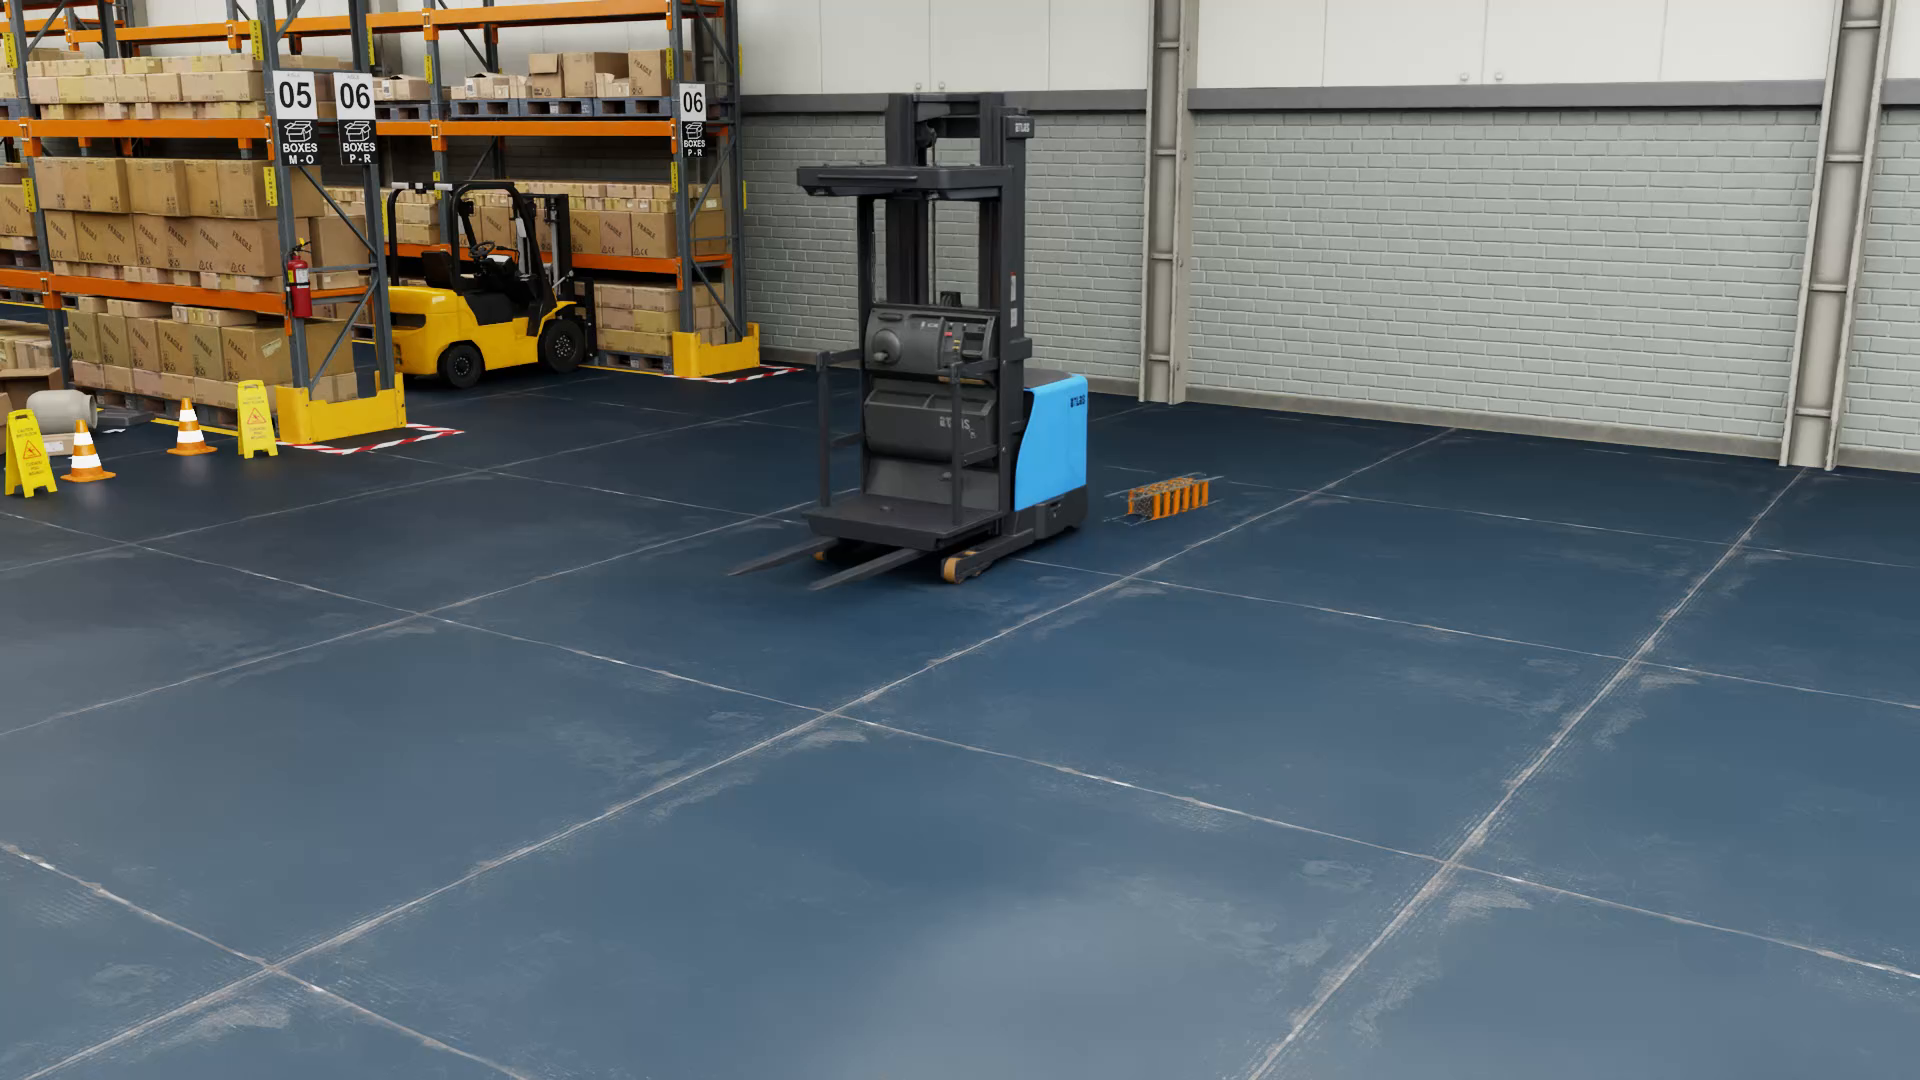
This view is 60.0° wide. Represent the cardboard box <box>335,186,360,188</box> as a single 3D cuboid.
[{"bbox_3d":[-8.375,-4.771,22.797,0.250,0.149,0.380,9,16,32],"label":"cardboard box"}]

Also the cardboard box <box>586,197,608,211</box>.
[{"bbox_3d":[-4.123,-3.908,19.311,0.250,0.149,0.380,9,16,31],"label":"cardboard box"}]

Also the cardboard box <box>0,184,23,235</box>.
[{"bbox_3d":[-9.832,-3.442,17.286,0.500,0.500,0.500,9,17,33],"label":"cardboard box"}]

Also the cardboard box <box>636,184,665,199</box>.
[{"bbox_3d":[-3.459,-3.958,18.892,0.250,0.149,0.380,9,17,33],"label":"cardboard box"}]

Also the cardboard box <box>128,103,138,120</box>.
[{"bbox_3d":[-7.505,-3.999,15.517,0.250,0.149,0.380,9,17,33],"label":"cardboard box"}]

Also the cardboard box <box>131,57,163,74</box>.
[{"bbox_3d":[-7.326,-4.333,15.207,0.250,0.149,0.380,10,17,34],"label":"cardboard box"}]

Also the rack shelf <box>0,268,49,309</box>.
[{"bbox_3d":[-10.568,-2.882,18.221,4.000,0.370,1.077,9,17,33],"label":"rack shelf"}]

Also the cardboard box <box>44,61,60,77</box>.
[{"bbox_3d":[-8.597,-4.548,16.074,0.250,0.149,0.380,10,17,34],"label":"cardboard box"}]

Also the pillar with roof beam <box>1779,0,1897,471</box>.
[{"bbox_3d":[4.658,-4.135,9.298,0.400,9.000,9.100,9,17,33],"label":"pillar with roof beam"}]

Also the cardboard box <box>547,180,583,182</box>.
[{"bbox_3d":[-4.849,-4.344,20.452,0.250,0.149,0.380,9,16,32],"label":"cardboard box"}]

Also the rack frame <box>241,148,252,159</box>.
[{"bbox_3d":[-9.460,-4.490,23.218,0.127,3.000,1.000,9,17,33],"label":"rack frame"}]

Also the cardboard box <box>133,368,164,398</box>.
[{"bbox_3d":[-7.679,-1.559,16.229,0.500,0.250,0.500,9,16,32],"label":"cardboard box"}]

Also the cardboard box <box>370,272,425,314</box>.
[{"bbox_3d":[-7.220,-3.178,21.987,0.625,0.625,0.875,9,17,32],"label":"cardboard box"}]

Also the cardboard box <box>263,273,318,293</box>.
[{"bbox_3d":[-6.019,-2.312,14.945,0.250,0.149,0.380,10,17,35],"label":"cardboard box"}]

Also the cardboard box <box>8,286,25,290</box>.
[{"bbox_3d":[-14.956,-4.330,26.900,0.500,0.500,0.700,10,17,35],"label":"cardboard box"}]

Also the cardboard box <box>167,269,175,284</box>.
[{"bbox_3d":[-7.277,-2.521,15.789,0.250,0.149,0.380,9,17,33],"label":"cardboard box"}]

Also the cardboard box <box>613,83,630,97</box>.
[{"bbox_3d":[-3.679,-5.054,18.696,0.250,0.149,0.380,9,16,31],"label":"cardboard box"}]

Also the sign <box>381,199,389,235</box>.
[{"bbox_3d":[-5.287,-2.955,15.217,0.005,0.325,0.100,9,17,33],"label":"sign"}]

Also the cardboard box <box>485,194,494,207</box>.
[{"bbox_3d":[-5.576,-4.158,20.319,0.250,0.149,0.380,9,17,33],"label":"cardboard box"}]

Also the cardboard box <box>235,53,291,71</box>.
[{"bbox_3d":[-6.035,-4.134,14.404,0.250,0.149,0.380,9,17,33],"label":"cardboard box"}]

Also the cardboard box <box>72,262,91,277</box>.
[{"bbox_3d":[-8.587,-2.712,16.557,0.250,0.149,0.380,10,17,34],"label":"cardboard box"}]

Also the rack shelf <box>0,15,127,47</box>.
[{"bbox_3d":[-14.439,-7.856,25.835,4.000,0.370,1.077,9,17,33],"label":"rack shelf"}]

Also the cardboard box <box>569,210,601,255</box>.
[{"bbox_3d":[-4.228,-3.619,19.493,0.500,0.500,0.500,9,16,32],"label":"cardboard box"}]

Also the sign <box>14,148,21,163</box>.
[{"bbox_3d":[-15.772,-6.386,27.811,0.005,0.325,0.100,9,17,33],"label":"sign"}]

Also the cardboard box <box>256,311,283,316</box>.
[{"bbox_3d":[-6.972,-1.965,16.304,0.500,0.500,0.500,10,17,34],"label":"cardboard box"}]

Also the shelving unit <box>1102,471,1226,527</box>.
[{"bbox_3d":[1.505,-0.306,12.157,0.258,0.189,1.200,13,19,41],"label":"shelving unit"}]

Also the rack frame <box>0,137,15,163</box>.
[{"bbox_3d":[-16.099,-5.563,27.552,0.127,3.000,1.000,9,17,33],"label":"rack frame"}]

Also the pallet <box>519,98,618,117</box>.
[{"bbox_3d":[-4.411,-5.094,19.599,1.213,0.211,1.003,9,17,33],"label":"pallet"}]

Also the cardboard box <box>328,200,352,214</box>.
[{"bbox_3d":[-7.951,-4.347,21.913,0.500,0.250,0.500,9,17,34],"label":"cardboard box"}]

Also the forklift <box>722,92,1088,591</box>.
[{"bbox_3d":[-0.305,-1.279,10.390,1.130,2.935,3.031,8,16,30],"label":"forklift"}]

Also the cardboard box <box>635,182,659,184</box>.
[{"bbox_3d":[-3.604,-4.123,19.559,0.250,0.149,0.380,9,17,33],"label":"cardboard box"}]

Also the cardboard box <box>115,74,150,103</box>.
[{"bbox_3d":[-7.434,-4.173,15.389,0.500,0.250,0.500,9,17,33],"label":"cardboard box"}]

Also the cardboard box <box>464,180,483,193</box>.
[{"bbox_3d":[-6.042,-4.359,20.514,0.250,0.149,0.380,10,17,34],"label":"cardboard box"}]

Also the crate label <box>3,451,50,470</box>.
[{"bbox_3d":[-7.690,-0.664,13.720,0.298,0.136,0.250,1,14,4],"label":"crate label"}]

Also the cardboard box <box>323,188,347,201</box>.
[{"bbox_3d":[-8.283,-4.581,22.028,0.250,0.149,0.380,10,17,34],"label":"cardboard box"}]

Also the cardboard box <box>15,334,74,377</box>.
[{"bbox_3d":[-9.345,-1.961,17.599,0.625,0.372,0.950,9,17,34],"label":"cardboard box"}]

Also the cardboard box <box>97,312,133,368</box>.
[{"bbox_3d":[-8.119,-1.994,16.424,0.500,0.500,0.500,10,17,35],"label":"cardboard box"}]

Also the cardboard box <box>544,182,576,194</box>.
[{"bbox_3d":[-4.712,-4.173,19.759,0.250,0.149,0.380,9,17,33],"label":"cardboard box"}]

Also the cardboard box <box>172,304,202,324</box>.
[{"bbox_3d":[-7.166,-2.136,15.648,0.250,0.149,0.380,10,17,35],"label":"cardboard box"}]

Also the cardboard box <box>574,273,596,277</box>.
[{"bbox_3d":[-4.784,-3.145,20.553,0.500,0.250,0.500,9,17,33],"label":"cardboard box"}]

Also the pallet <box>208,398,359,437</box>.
[{"bbox_3d":[-6.307,-1.199,15.729,1.213,0.211,1.003,9,17,33],"label":"pallet"}]

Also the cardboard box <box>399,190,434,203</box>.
[{"bbox_3d":[-6.947,-4.393,21.268,0.250,0.149,0.380,9,17,33],"label":"cardboard box"}]

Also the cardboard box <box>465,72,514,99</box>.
[{"bbox_3d":[-5.587,-5.458,19.992,0.500,0.311,0.500,10,17,34],"label":"cardboard box"}]

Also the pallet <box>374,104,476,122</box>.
[{"bbox_3d":[-6.880,-5.432,21.181,1.217,0.209,0.805,8,16,31],"label":"pallet"}]

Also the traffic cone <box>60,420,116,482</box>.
[{"bbox_3d":[-7.003,-0.729,13.305,0.334,0.463,0.336,9,17,33],"label":"traffic cone"}]

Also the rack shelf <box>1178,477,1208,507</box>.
[{"bbox_3d":[1.720,-0.362,12.382,0.258,0.180,0.103,13,19,41],"label":"rack shelf"}]

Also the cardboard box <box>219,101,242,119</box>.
[{"bbox_3d":[-6.266,-3.780,14.630,0.250,0.149,0.380,9,17,33],"label":"cardboard box"}]

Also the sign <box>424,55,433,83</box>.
[{"bbox_3d":[-6.436,-5.704,20.149,0.005,0.325,0.100,9,17,33],"label":"sign"}]

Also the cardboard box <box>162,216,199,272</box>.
[{"bbox_3d":[-7.020,-2.773,15.458,0.500,0.500,0.500,9,17,33],"label":"cardboard box"}]

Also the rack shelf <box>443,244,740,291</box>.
[{"bbox_3d":[-4.482,-3.336,20.054,4.000,0.370,1.077,9,17,33],"label":"rack shelf"}]

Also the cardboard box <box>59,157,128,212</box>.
[{"bbox_3d":[-8.253,-3.466,16.176,0.500,0.500,0.700,9,17,33],"label":"cardboard box"}]

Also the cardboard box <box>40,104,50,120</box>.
[{"bbox_3d":[-8.785,-4.206,16.351,0.250,0.149,0.380,9,16,32],"label":"cardboard box"}]
